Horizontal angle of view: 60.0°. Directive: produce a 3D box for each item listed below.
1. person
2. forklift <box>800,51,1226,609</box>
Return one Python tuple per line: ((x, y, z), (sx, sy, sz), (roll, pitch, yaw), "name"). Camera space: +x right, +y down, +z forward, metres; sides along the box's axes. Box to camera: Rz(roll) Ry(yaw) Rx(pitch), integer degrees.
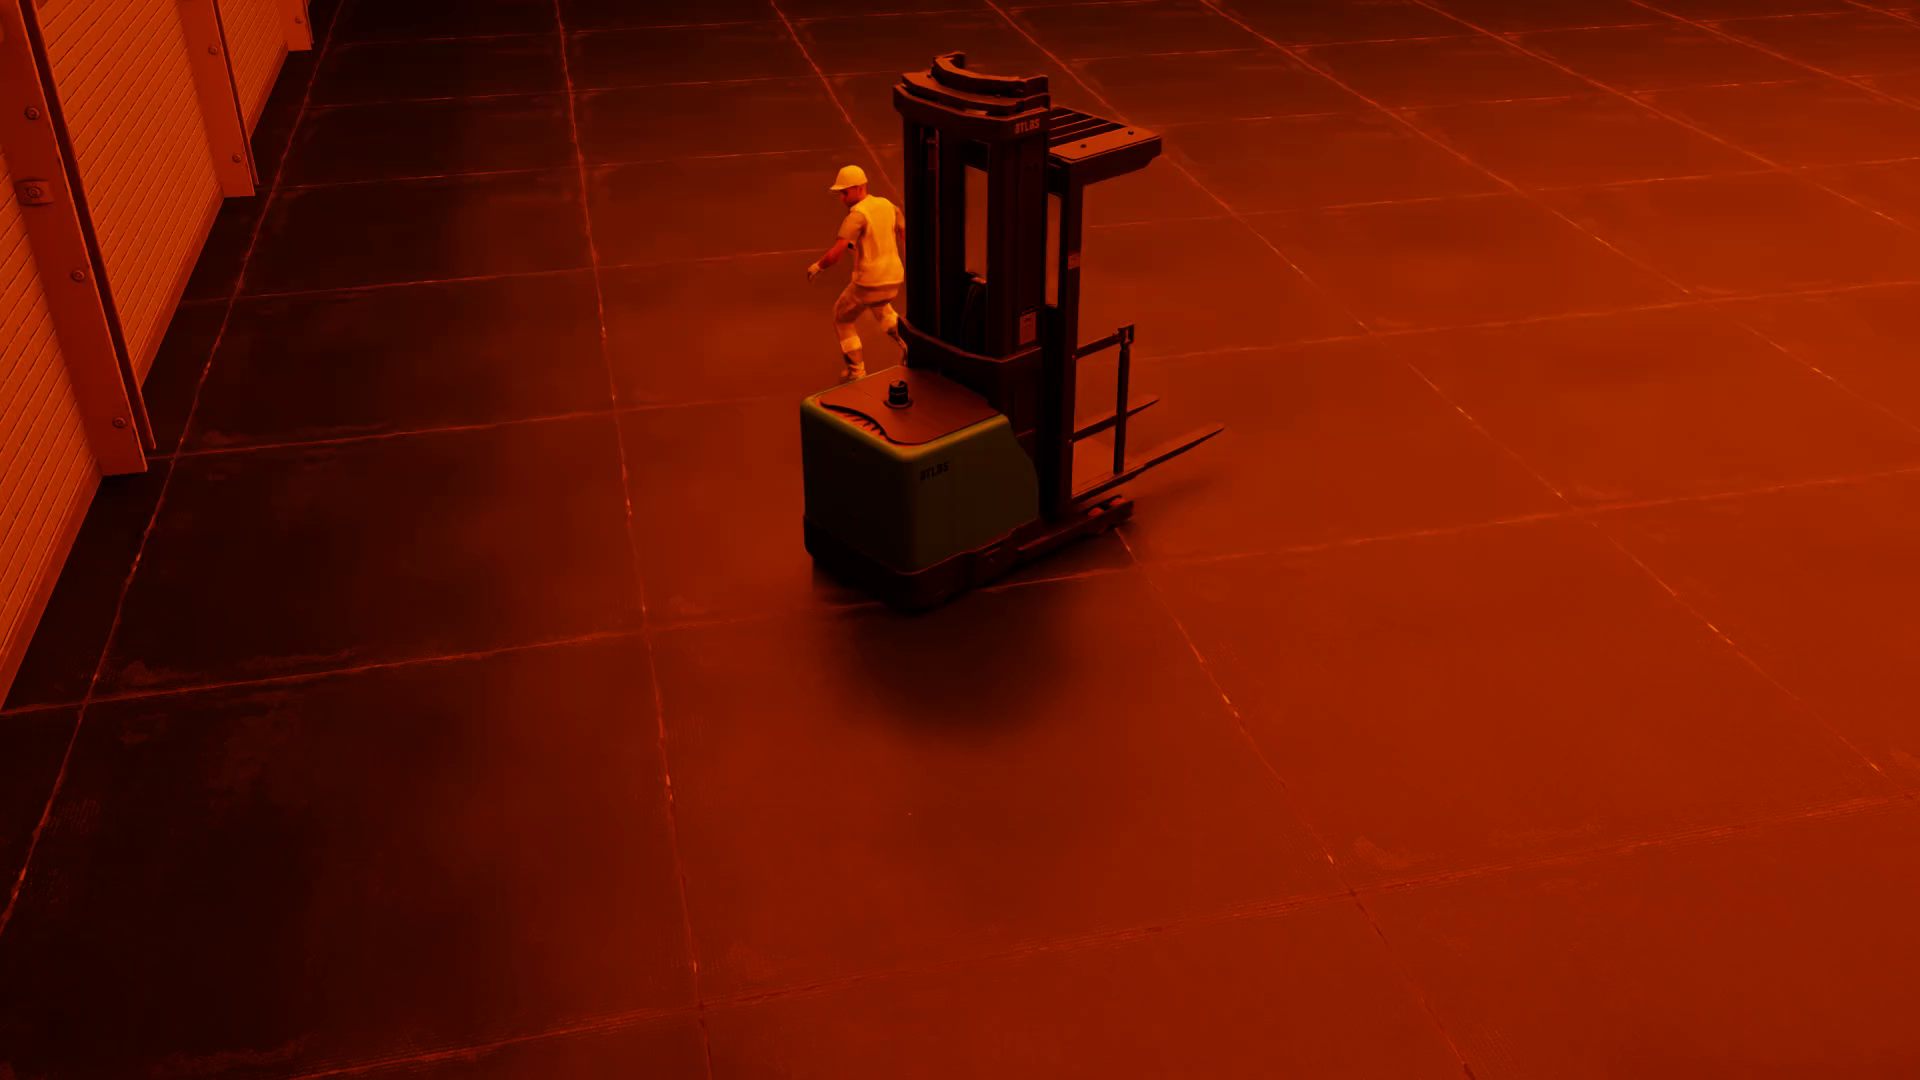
((-0.621, -1.950, 12.337), (0.502, 1.656, 1.027), (26, 39, 38), "person")
((0.475, -1.480, 10.132), (3.031, 2.935, 1.130), (-24, 38, -35), "forklift")
